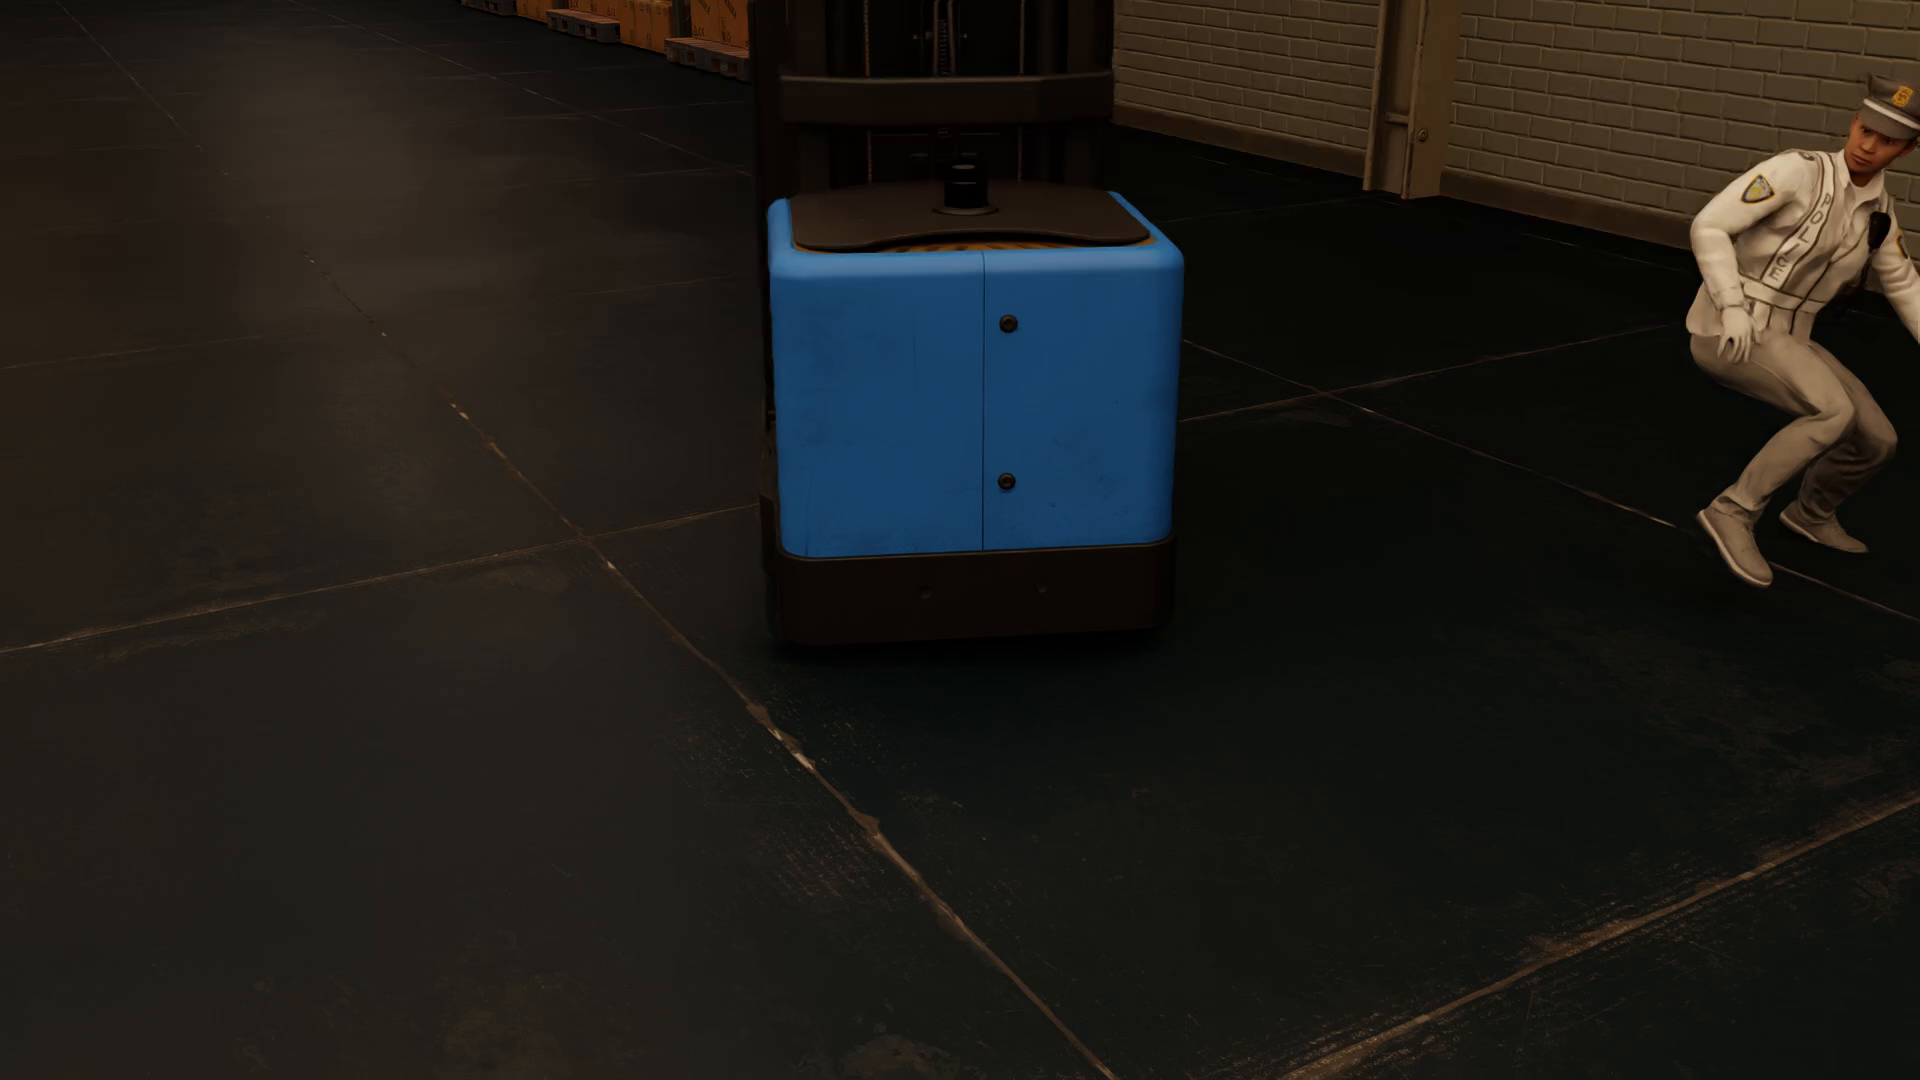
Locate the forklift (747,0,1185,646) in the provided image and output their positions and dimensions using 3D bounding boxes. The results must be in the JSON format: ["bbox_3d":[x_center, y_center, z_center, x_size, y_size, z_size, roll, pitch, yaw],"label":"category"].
[{"bbox_3d":[-0.115,-1.606,5.188,1.130,2.935,3.031,-3,22,-6],"label":"forklift"}]

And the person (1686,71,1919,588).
[{"bbox_3d":[2.418,-0.565,4.689,0.785,1.461,0.624,-12,25,-28],"label":"person"}]
